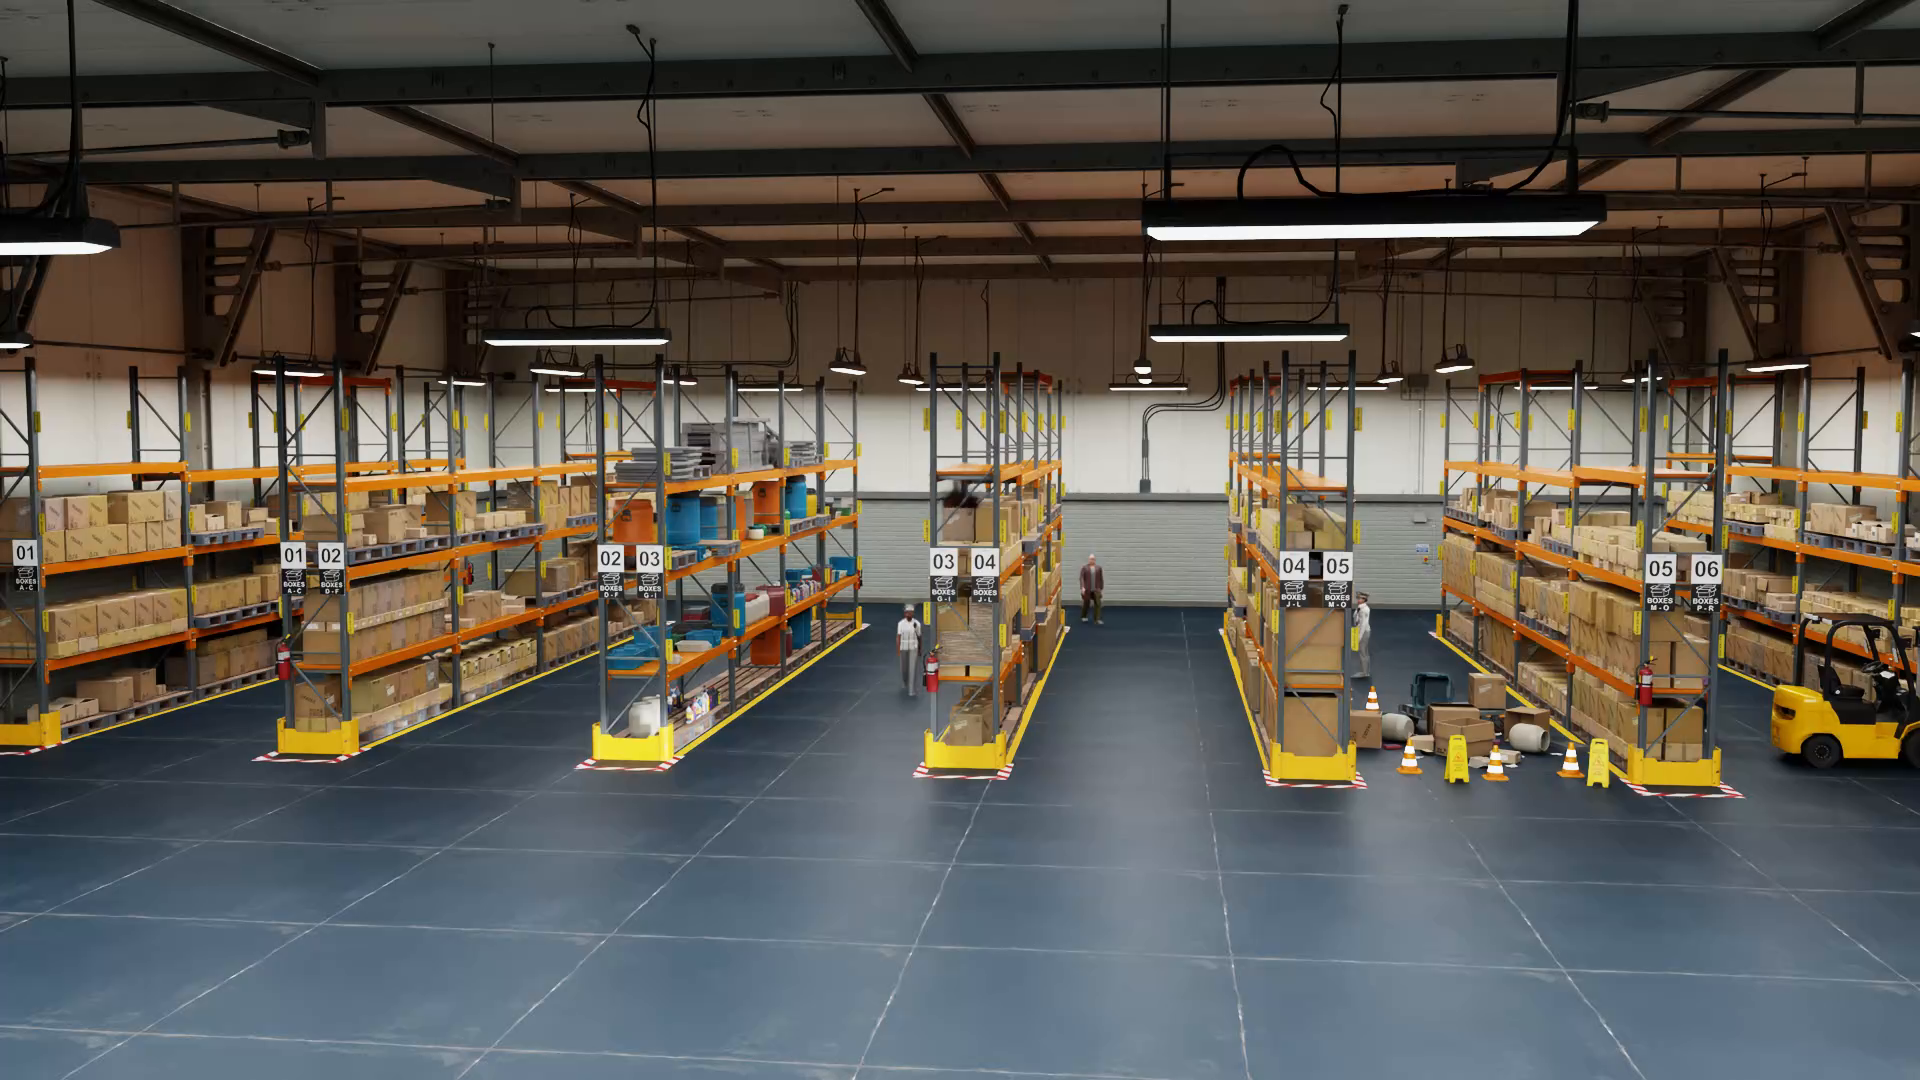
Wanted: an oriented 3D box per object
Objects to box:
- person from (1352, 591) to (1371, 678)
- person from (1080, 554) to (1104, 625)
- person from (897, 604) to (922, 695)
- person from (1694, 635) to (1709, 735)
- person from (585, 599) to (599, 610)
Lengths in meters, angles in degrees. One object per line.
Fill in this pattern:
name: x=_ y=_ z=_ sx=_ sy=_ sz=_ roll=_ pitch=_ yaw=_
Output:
person: x=7.888 y=1.846 z=32.650 sx=0.349 sy=1.688 sz=0.504 roll=1 pitch=4 yaw=10
person: x=3.271 y=1.276 z=41.100 sx=0.656 sy=1.640 sz=1.056 roll=-1 pitch=4 yaw=-15
person: x=-0.934 y=2.004 z=30.683 sx=0.463 sy=1.649 sz=0.939 roll=0 pitch=4 yaw=1
person: x=11.885 y=2.329 z=26.710 sx=0.354 sy=1.613 sz=0.468 roll=4 pitch=6 yaw=43
person: x=-9.196 y=1.227 z=41.960 sx=0.980 sy=1.614 sz=0.564 roll=-1 pitch=4 yaw=-16
